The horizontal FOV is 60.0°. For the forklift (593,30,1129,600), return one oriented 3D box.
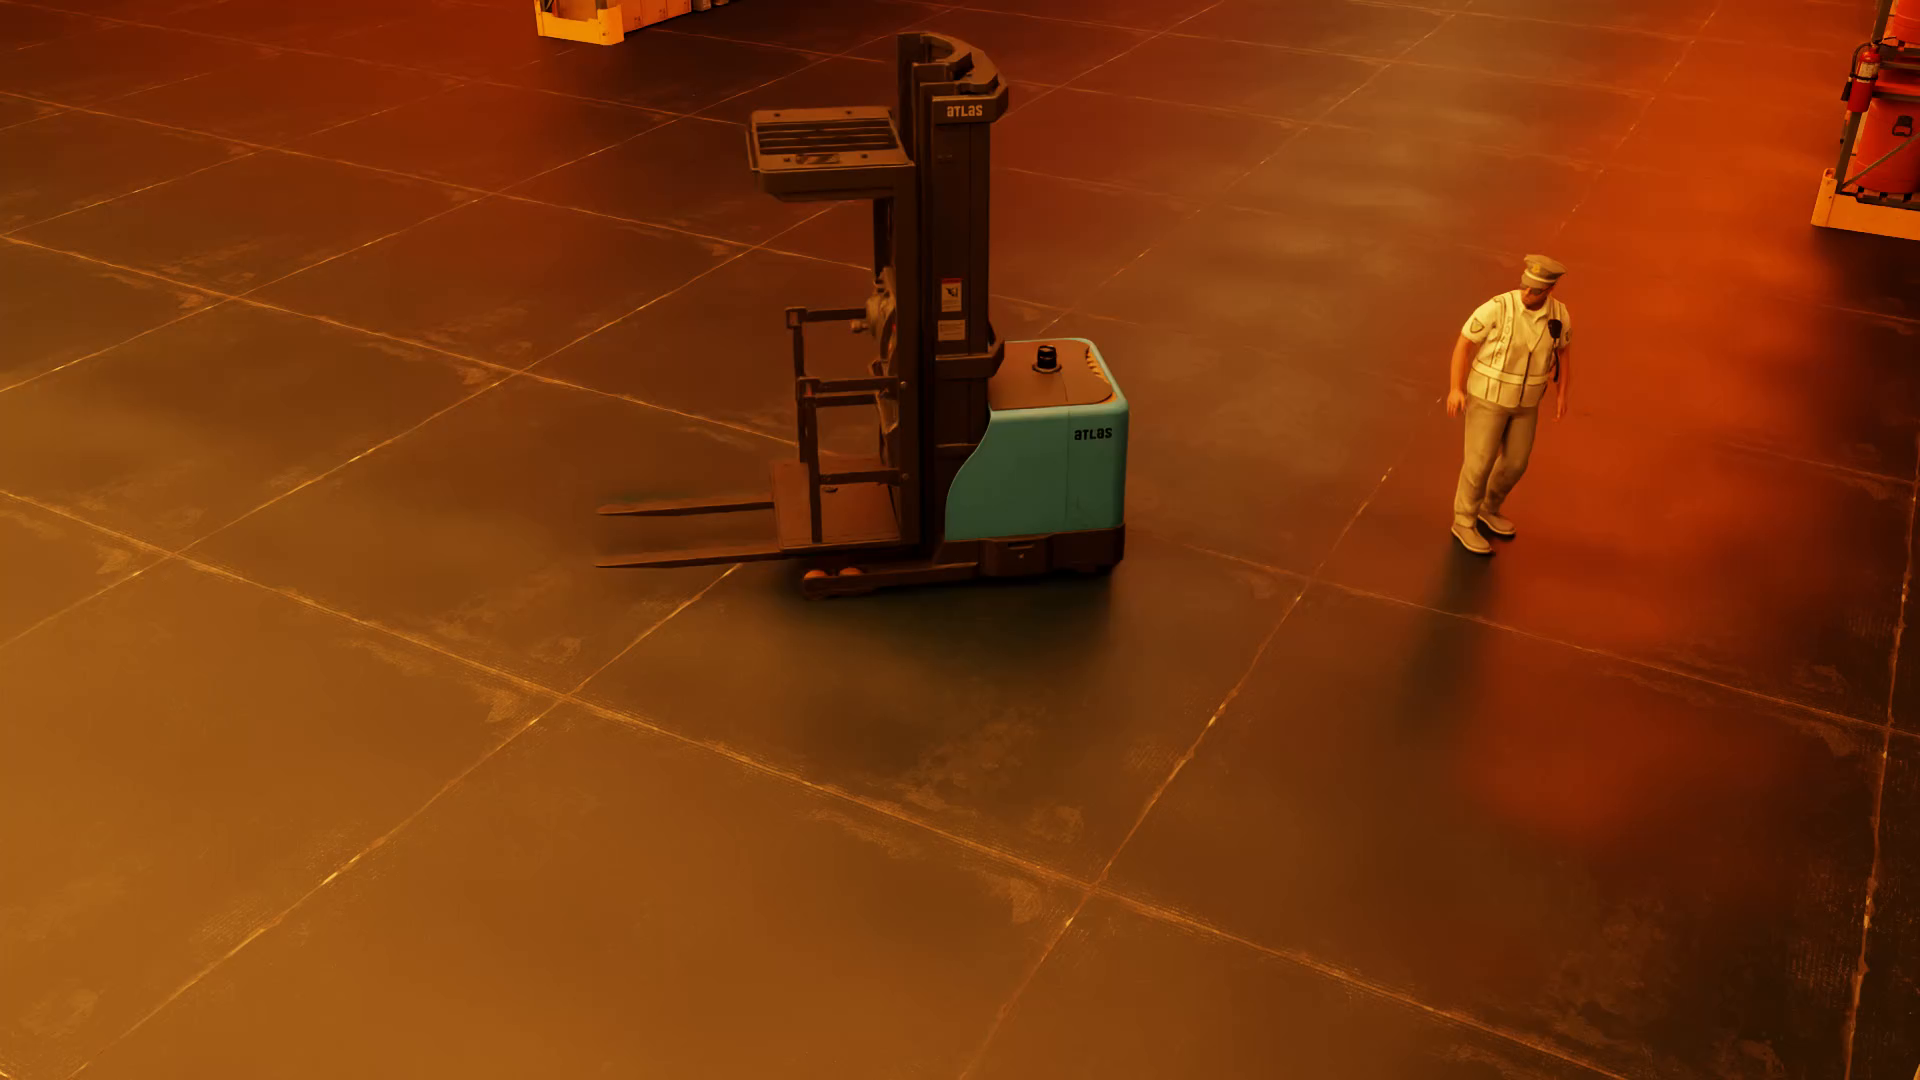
[{"bbox_3d":[-0.610,-1.213,9.173,3.031,2.935,1.130,-4,30,-8],"label":"forklift"}]

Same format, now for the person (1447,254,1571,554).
[{"bbox_3d":[3.200,-0.800,9.647,0.739,1.742,0.515,-6,31,-10],"label":"person"}]
